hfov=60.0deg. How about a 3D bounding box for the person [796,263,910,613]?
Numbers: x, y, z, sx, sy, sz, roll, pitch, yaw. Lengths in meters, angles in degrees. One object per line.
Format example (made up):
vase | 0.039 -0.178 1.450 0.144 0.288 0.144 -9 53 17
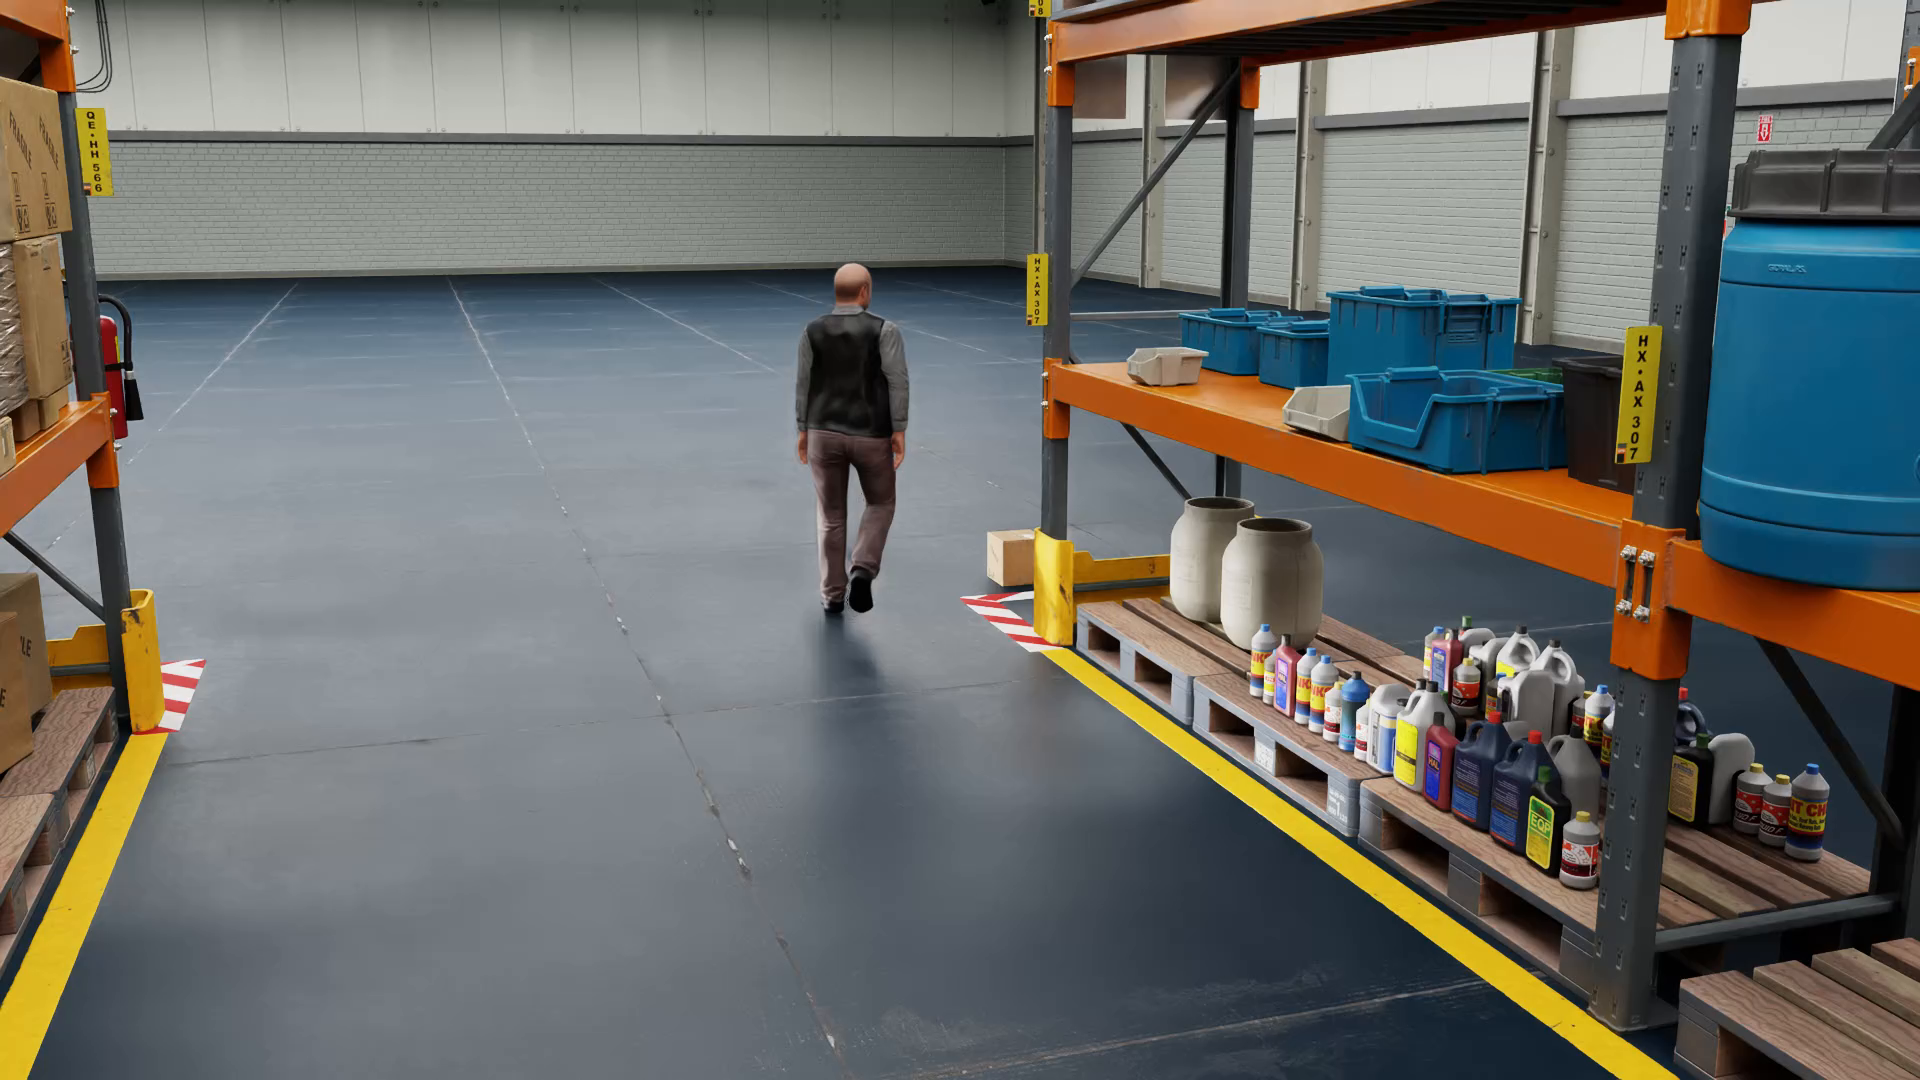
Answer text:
person | -0.531 -0.488 8.183 0.584 1.720 0.474 1 12 3
